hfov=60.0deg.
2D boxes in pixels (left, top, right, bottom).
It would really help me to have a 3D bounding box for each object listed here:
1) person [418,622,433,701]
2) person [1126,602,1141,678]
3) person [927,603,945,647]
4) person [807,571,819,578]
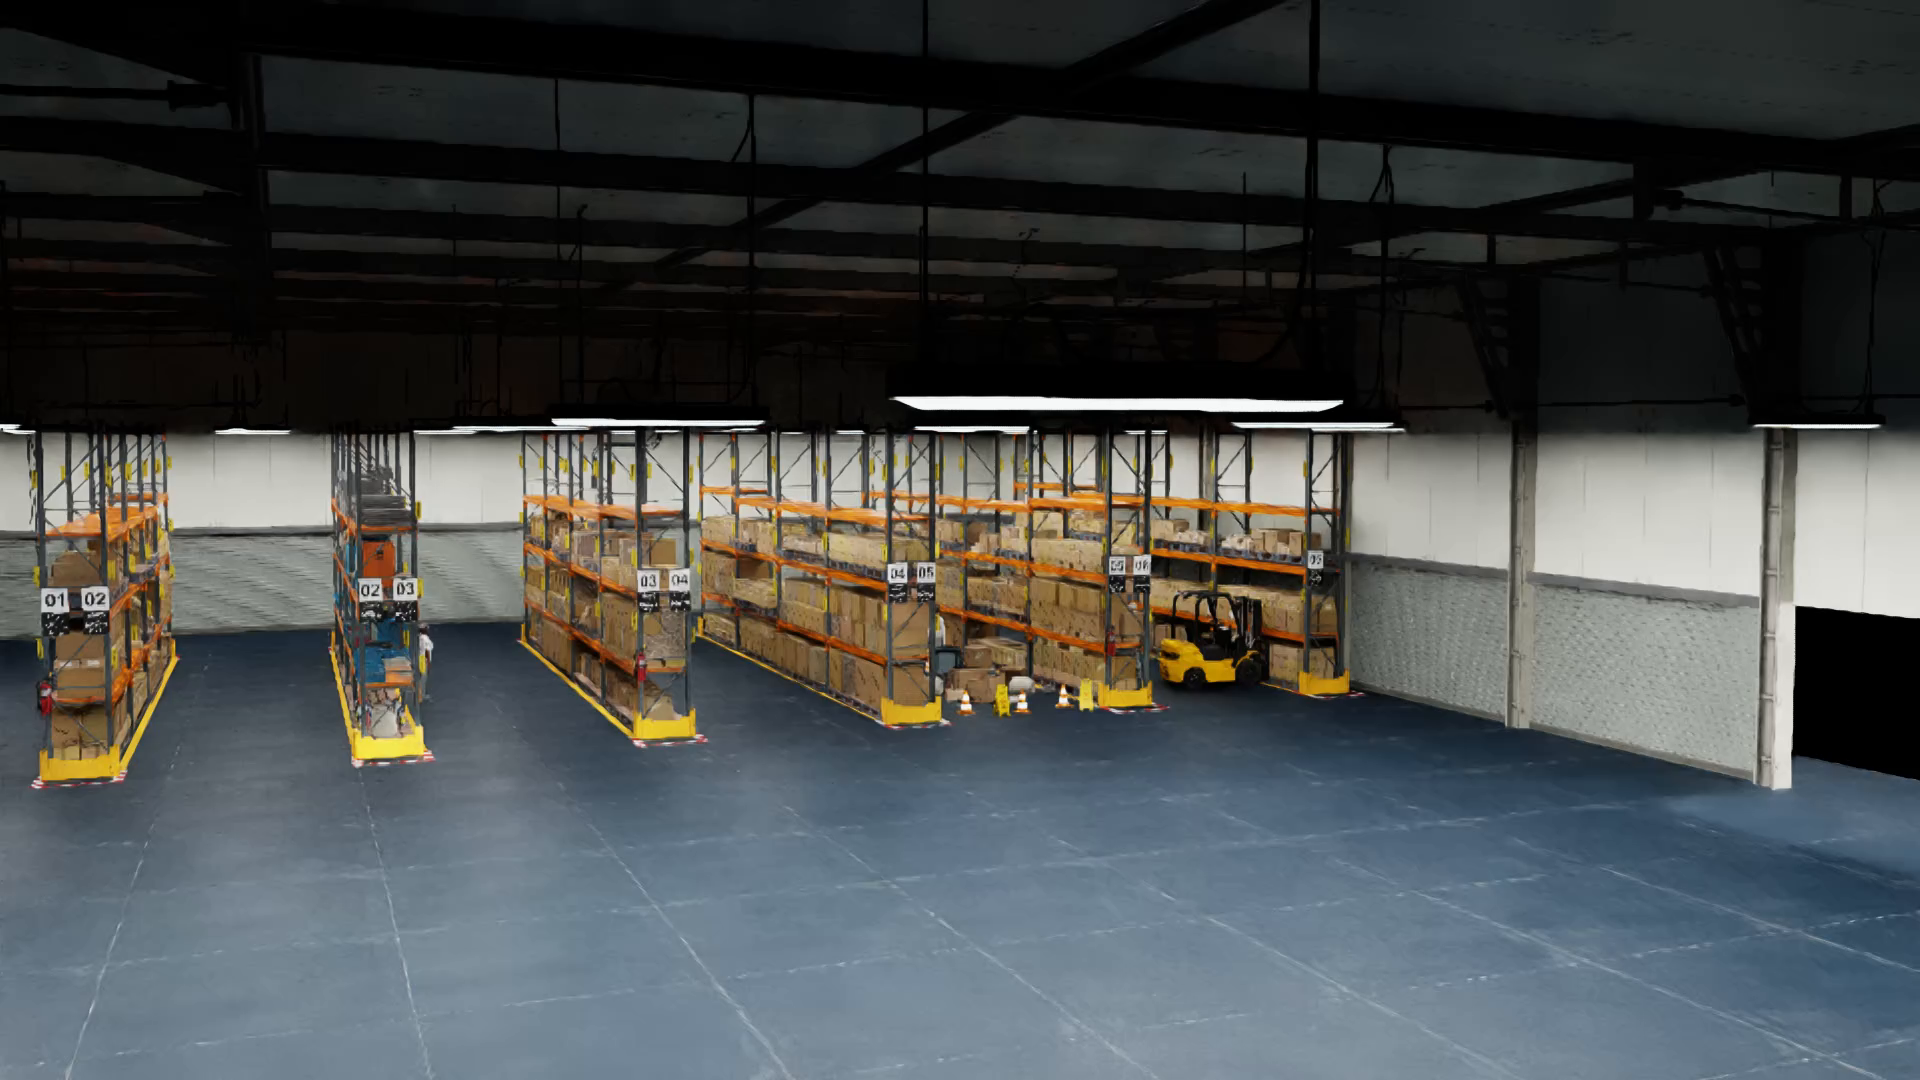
[{"bbox_3d":[-11.607,2.617,36.002,0.371,1.682,0.581,-3,5,-41],"label":"person"},{"bbox_3d":[4.012,2.361,39.326,0.540,1.786,0.658,0,4,3],"label":"person"},{"bbox_3d":[-0.550,2.371,39.995,0.555,1.684,0.431,3,5,38],"label":"person"},{"bbox_3d":[-4.574,1.749,52.281,0.562,1.433,0.490,2,4,31],"label":"person"}]
